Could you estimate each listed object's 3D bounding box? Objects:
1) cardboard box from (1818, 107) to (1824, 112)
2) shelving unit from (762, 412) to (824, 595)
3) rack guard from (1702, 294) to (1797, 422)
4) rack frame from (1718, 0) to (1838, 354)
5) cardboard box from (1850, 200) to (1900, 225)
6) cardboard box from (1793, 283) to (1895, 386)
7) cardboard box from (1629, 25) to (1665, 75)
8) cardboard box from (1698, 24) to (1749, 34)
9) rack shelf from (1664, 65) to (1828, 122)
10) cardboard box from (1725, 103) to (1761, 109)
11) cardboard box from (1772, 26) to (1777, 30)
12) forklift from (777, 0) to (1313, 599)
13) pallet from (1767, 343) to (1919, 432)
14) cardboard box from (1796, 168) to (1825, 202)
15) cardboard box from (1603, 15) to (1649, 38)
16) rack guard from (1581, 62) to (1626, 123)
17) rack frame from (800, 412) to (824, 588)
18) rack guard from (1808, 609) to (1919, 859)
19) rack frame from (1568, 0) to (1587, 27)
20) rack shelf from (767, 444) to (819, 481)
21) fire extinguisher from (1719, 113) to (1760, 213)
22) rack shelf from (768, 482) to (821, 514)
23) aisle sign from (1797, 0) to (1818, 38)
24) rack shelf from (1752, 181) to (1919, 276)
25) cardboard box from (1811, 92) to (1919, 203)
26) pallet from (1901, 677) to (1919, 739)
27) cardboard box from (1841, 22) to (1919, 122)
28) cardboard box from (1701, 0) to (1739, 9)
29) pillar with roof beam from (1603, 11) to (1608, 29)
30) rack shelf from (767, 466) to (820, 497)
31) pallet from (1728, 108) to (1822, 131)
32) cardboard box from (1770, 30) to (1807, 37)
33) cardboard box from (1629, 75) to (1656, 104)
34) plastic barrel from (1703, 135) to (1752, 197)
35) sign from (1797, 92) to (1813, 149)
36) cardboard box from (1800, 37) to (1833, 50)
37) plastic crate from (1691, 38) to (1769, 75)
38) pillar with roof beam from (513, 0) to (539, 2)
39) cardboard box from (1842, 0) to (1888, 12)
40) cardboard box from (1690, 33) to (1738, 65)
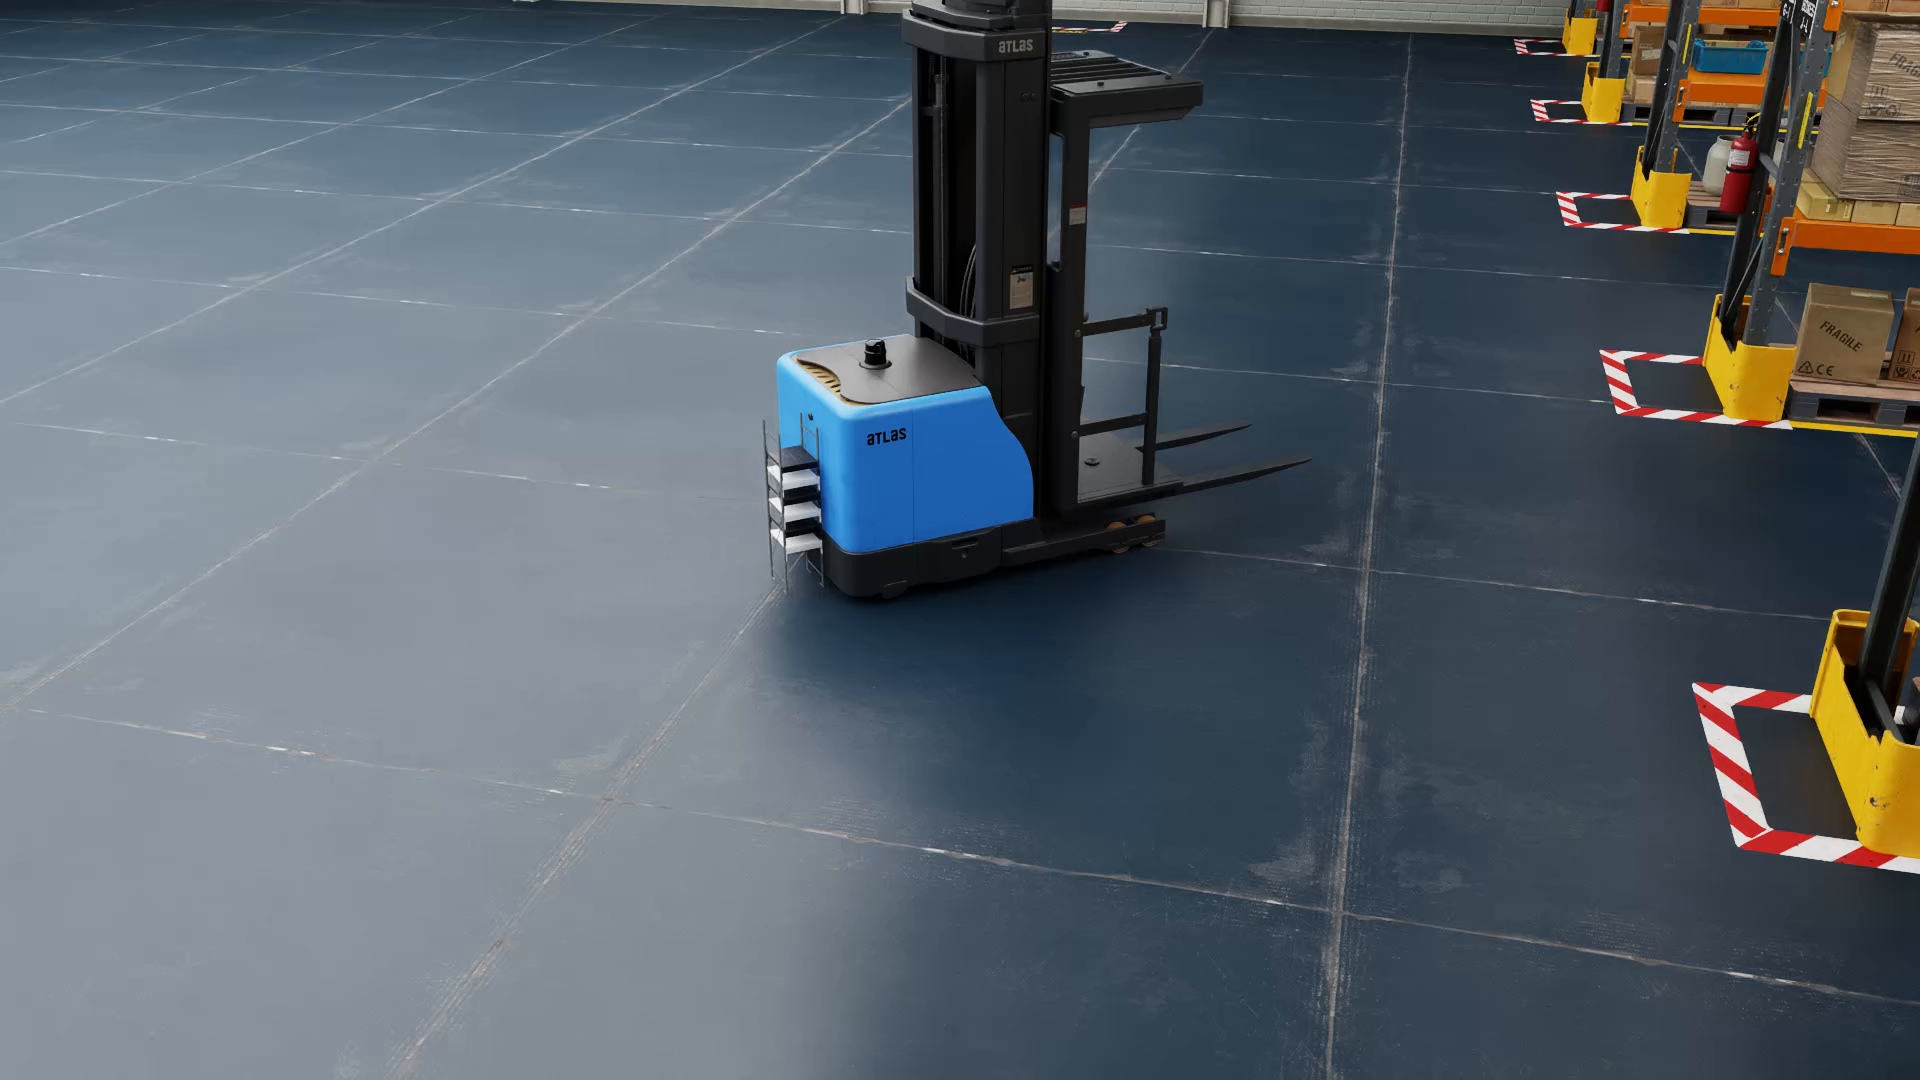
[{"bbox_3d":[10.147,-5.096,19.174,0.500,0.250,0.500,6,26,13],"label":"cardboard box"},{"bbox_3d":[-0.858,-0.184,8.589,0.210,0.900,0.258,-12,28,-24],"label":"shelving unit"},{"bbox_3d":[5.349,-1.252,11.297,0.348,0.500,1.175,6,26,13],"label":"rack guard"},{"bbox_3d":[5.276,-2.388,10.777,0.127,3.000,1.000,6,26,13],"label":"rack frame"},{"bbox_3d":[5.730,-2.110,10.485,0.250,0.149,0.380,6,26,13],"label":"cardboard box"},{"bbox_3d":[5.876,-1.375,11.069,0.500,0.500,0.500,11,28,23],"label":"cardboard box"},{"bbox_3d":[8.340,-5.865,19.918,0.500,0.500,0.500,6,26,13],"label":"cardboard box"},{"bbox_3d":[10.875,-7.373,23.643,0.500,0.500,0.700,5,26,10],"label":"cardboard box"},{"bbox_3d":[8.446,-3.911,14.813,4.000,0.370,1.077,6,26,13],"label":"rack shelf"},{"bbox_3d":[9.180,-5.204,19.402,0.500,0.250,0.500,6,26,13],"label":"cardboard box"},{"bbox_3d":[11.836,-7.311,23.513,0.500,0.500,0.500,4,26,9],"label":"cardboard box"},{"bbox_3d":[0.565,-1.443,8.872,3.031,2.935,1.130,-12,28,-24],"label":"forklift"},{"bbox_3d":[6.127,-1.019,11.146,1.213,0.211,1.003,6,26,13],"label":"pallet"},{"bbox_3d":[5.603,-2.330,10.947,0.250,0.149,0.380,6,26,13],"label":"cardboard box"},{"bbox_3d":[9.624,-7.448,24.020,0.500,0.311,0.500,3,26,7],"label":"cardboard box"},{"bbox_3d":[7.723,-5.386,19.981,0.348,0.500,1.175,6,26,13],"label":"rack guard"},{"bbox_3d":[-0.767,-0.203,8.630,0.006,0.900,0.240,-12,28,-24],"label":"rack frame"},{"bbox_3d":[3.919,0.792,7.005,0.348,0.500,1.175,6,26,13],"label":"rack guard"},{"bbox_3d":[8.977,-8.575,23.771,0.127,3.000,1.000,6,26,13],"label":"rack frame"},{"bbox_3d":[-0.858,-0.397,8.487,0.200,0.077,0.258,-12,28,-24],"label":"rack shelf"},{"bbox_3d":[5.280,-2.557,11.222,0.183,0.674,0.296,6,26,13],"label":"fire extinguisher"},{"bbox_3d":[-0.858,-0.235,8.565,0.200,0.077,0.258,-12,28,-24],"label":"rack shelf"},{"bbox_3d":[5.141,-3.444,9.970,0.004,0.787,0.394,6,26,13],"label":"aisle sign"},{"bbox_3d":[7.213,-1.849,10.482,4.000,0.370,1.077,6,26,13],"label":"rack shelf"},{"bbox_3d":[5.802,-2.497,10.544,0.500,0.500,0.875,6,26,13],"label":"cardboard box"},{"bbox_3d":[4.736,0.978,6.951,1.213,0.211,1.003,6,26,13],"label":"pallet"},{"bbox_3d":[5.741,-2.847,10.115,0.500,0.500,0.500,6,26,13],"label":"cardboard box"},{"bbox_3d":[8.705,-6.448,19.187,0.500,0.500,0.700,7,26,14],"label":"cardboard box"},{"bbox_3d":[8.798,-9.776,19.316,0.400,9.000,9.100,6,26,13],"label":"pillar with roof beam"},{"bbox_3d":[-0.858,-0.316,8.526,0.200,0.077,0.258,-12,28,-24],"label":"rack shelf"},{"bbox_3d":[9.676,-5.057,19.627,1.213,0.211,1.003,6,26,13],"label":"pallet"},{"bbox_3d":[9.796,-5.710,19.592,0.500,0.500,0.500,6,26,13],"label":"cardboard box"},{"bbox_3d":[8.211,-5.310,19.624,0.500,0.250,0.500,6,26,13],"label":"cardboard box"},{"bbox_3d":[7.166,-3.478,15.471,0.421,0.512,0.421,0,25,0],"label":"plastic barrel"},{"bbox_3d":[5.141,-2.553,10.116,0.005,0.325,0.100,6,26,13],"label":"sign"},{"bbox_3d":[9.663,-5.487,19.124,0.500,0.500,0.500,6,26,13],"label":"cardboard box"},{"bbox_3d":[7.069,-4.454,15.289,0.616,0.251,0.499,6,26,13],"label":"plastic crate"},{"bbox_3d":[-8.635,-11.703,23.364,0.400,9.000,9.100,6,26,13],"label":"pillar with roof beam"},{"bbox_3d":[10.192,-6.283,18.841,0.500,0.500,0.700,7,26,14],"label":"cardboard box"},{"bbox_3d":[8.695,-5.596,19.352,0.500,0.500,0.500,6,26,13],"label":"cardboard box"}]
